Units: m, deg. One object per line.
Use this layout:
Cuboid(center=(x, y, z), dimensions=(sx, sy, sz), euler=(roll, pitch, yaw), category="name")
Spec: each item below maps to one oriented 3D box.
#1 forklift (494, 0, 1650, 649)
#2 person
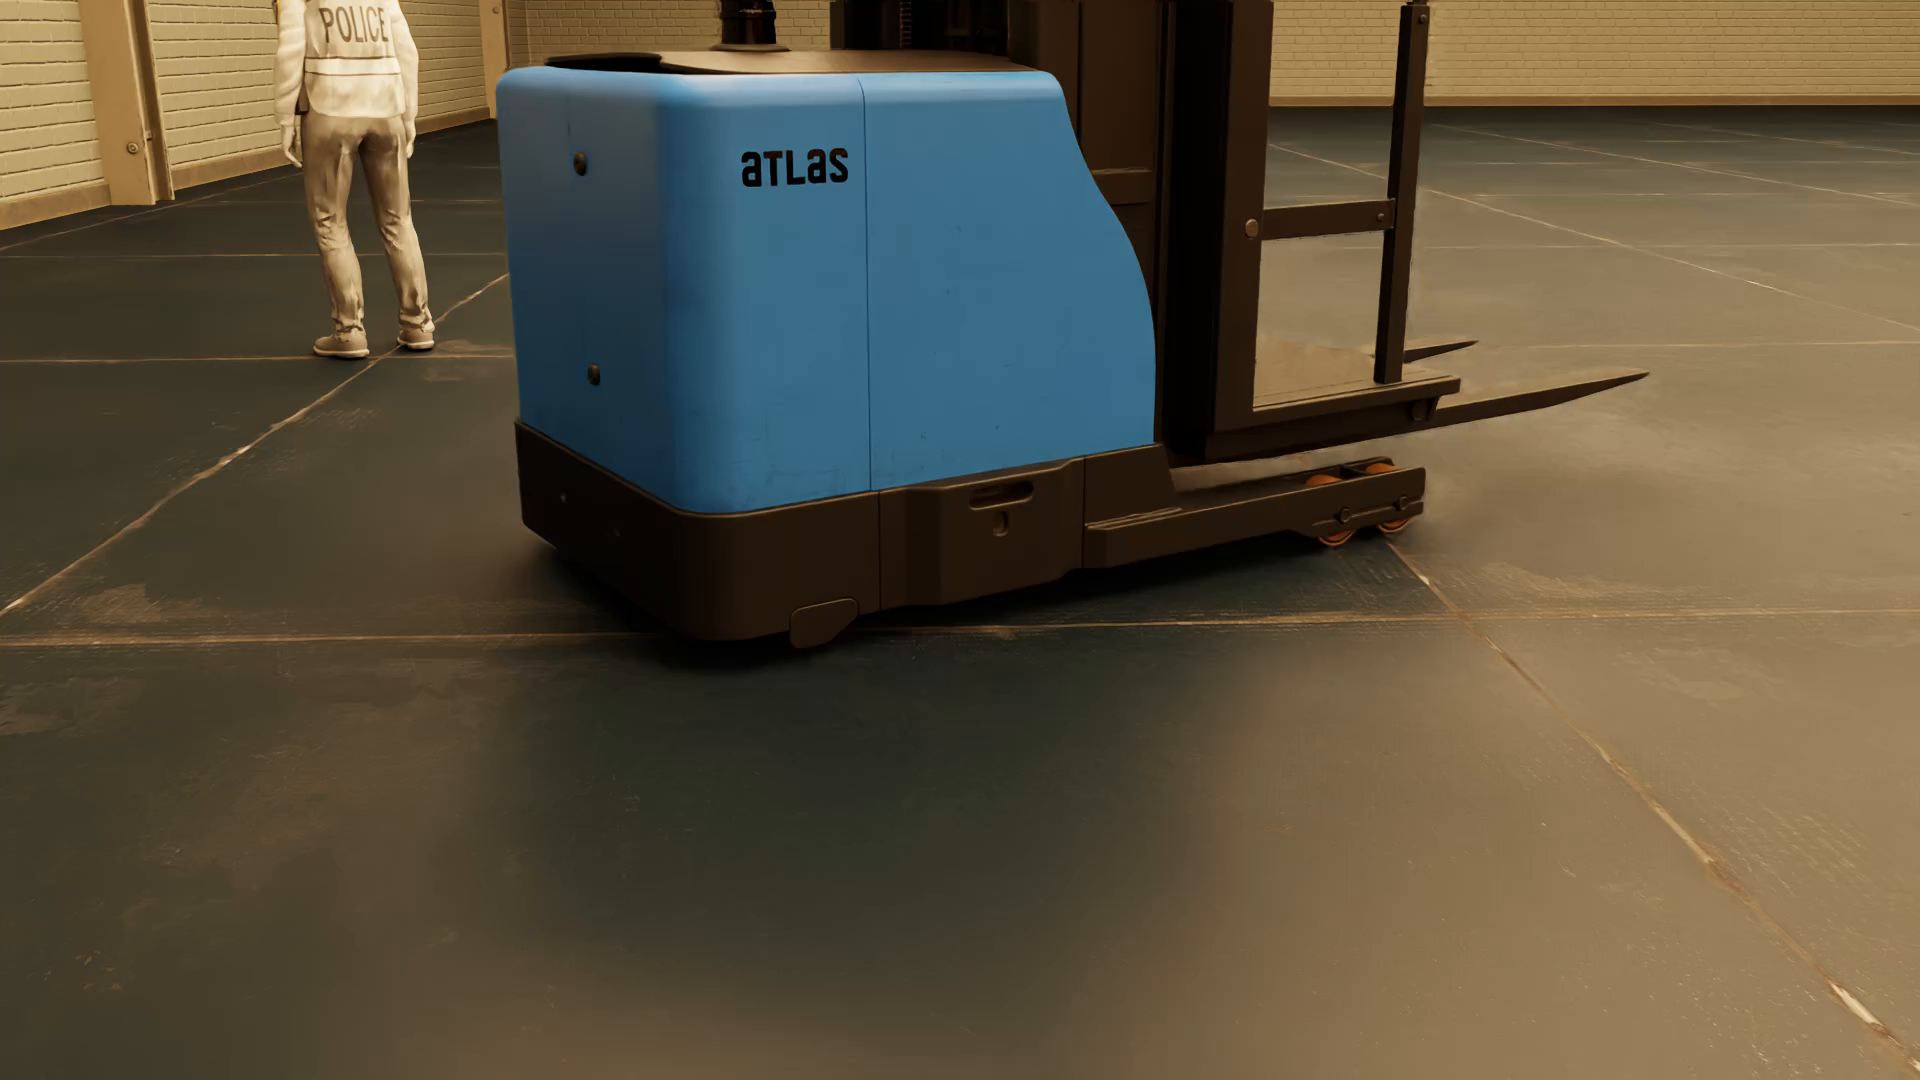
Cuboid(center=(0.508, -1.505, 3.826), dimensions=(3.031, 2.935, 1.130), euler=(-11, 20, -32), category="forklift")
Cuboid(center=(-2.187, -1.490, 5.952), dimensions=(0.534, 1.661, 0.374), euler=(-16, 23, -41), category="person")
